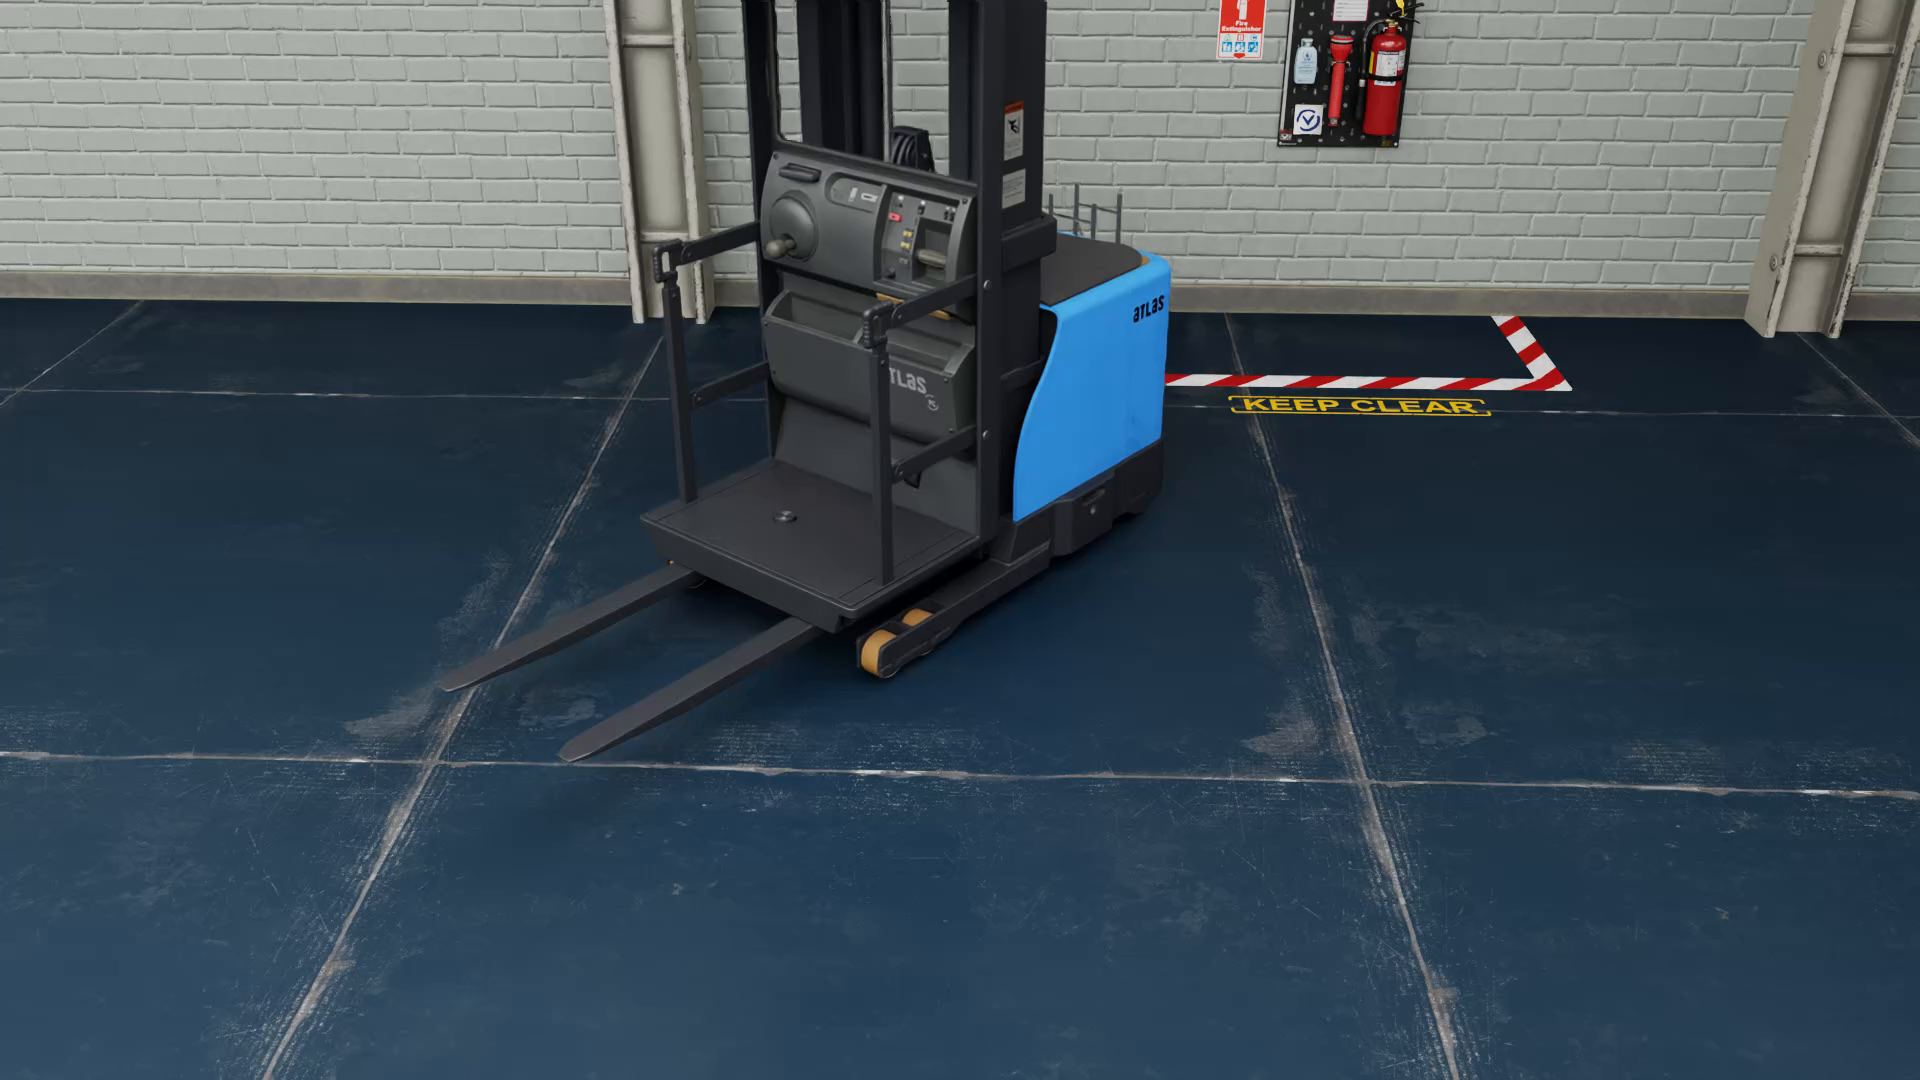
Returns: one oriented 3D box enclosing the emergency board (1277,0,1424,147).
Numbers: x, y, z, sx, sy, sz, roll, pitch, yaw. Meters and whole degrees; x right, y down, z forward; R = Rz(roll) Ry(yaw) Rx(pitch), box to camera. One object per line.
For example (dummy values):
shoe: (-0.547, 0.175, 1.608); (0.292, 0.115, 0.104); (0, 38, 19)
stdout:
emergency board: (1.972, -2.523, 8.306); (0.643, 1.169, 0.194); (1, 28, 2)

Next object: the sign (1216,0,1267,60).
sign: (1.423, -2.596, 8.406); (0.234, 0.329, 0.001); (1, 28, 2)

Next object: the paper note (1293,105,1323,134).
paper note: (1.797, -2.169, 8.579); (0.142, 0.148, 0.016); (1, 28, 2)

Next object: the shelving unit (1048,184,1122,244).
shelving unit: (0.521, -0.905, 7.176); (0.258, 1.200, 0.189); (21, 34, 34)

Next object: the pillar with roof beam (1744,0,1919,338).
pillar with roof beam: (4.288, -3.099, 2.989); (0.400, 9.000, 9.100); (1, 28, 2)

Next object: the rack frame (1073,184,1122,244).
rack frame: (0.579, -0.938, 7.239); (0.240, 1.200, 0.006); (21, 34, 34)

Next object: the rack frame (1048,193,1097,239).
rack frame: (0.463, -0.872, 7.114); (0.240, 1.200, 0.006); (21, 34, 34)

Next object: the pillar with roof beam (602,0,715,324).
pillar with roof beam: (-1.708, -3.199, 3.176); (0.400, 9.000, 9.100); (1, 28, 2)

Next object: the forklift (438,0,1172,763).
forklift: (-0.473, -1.075, 5.649); (1.130, 2.935, 3.031); (21, 34, 34)
